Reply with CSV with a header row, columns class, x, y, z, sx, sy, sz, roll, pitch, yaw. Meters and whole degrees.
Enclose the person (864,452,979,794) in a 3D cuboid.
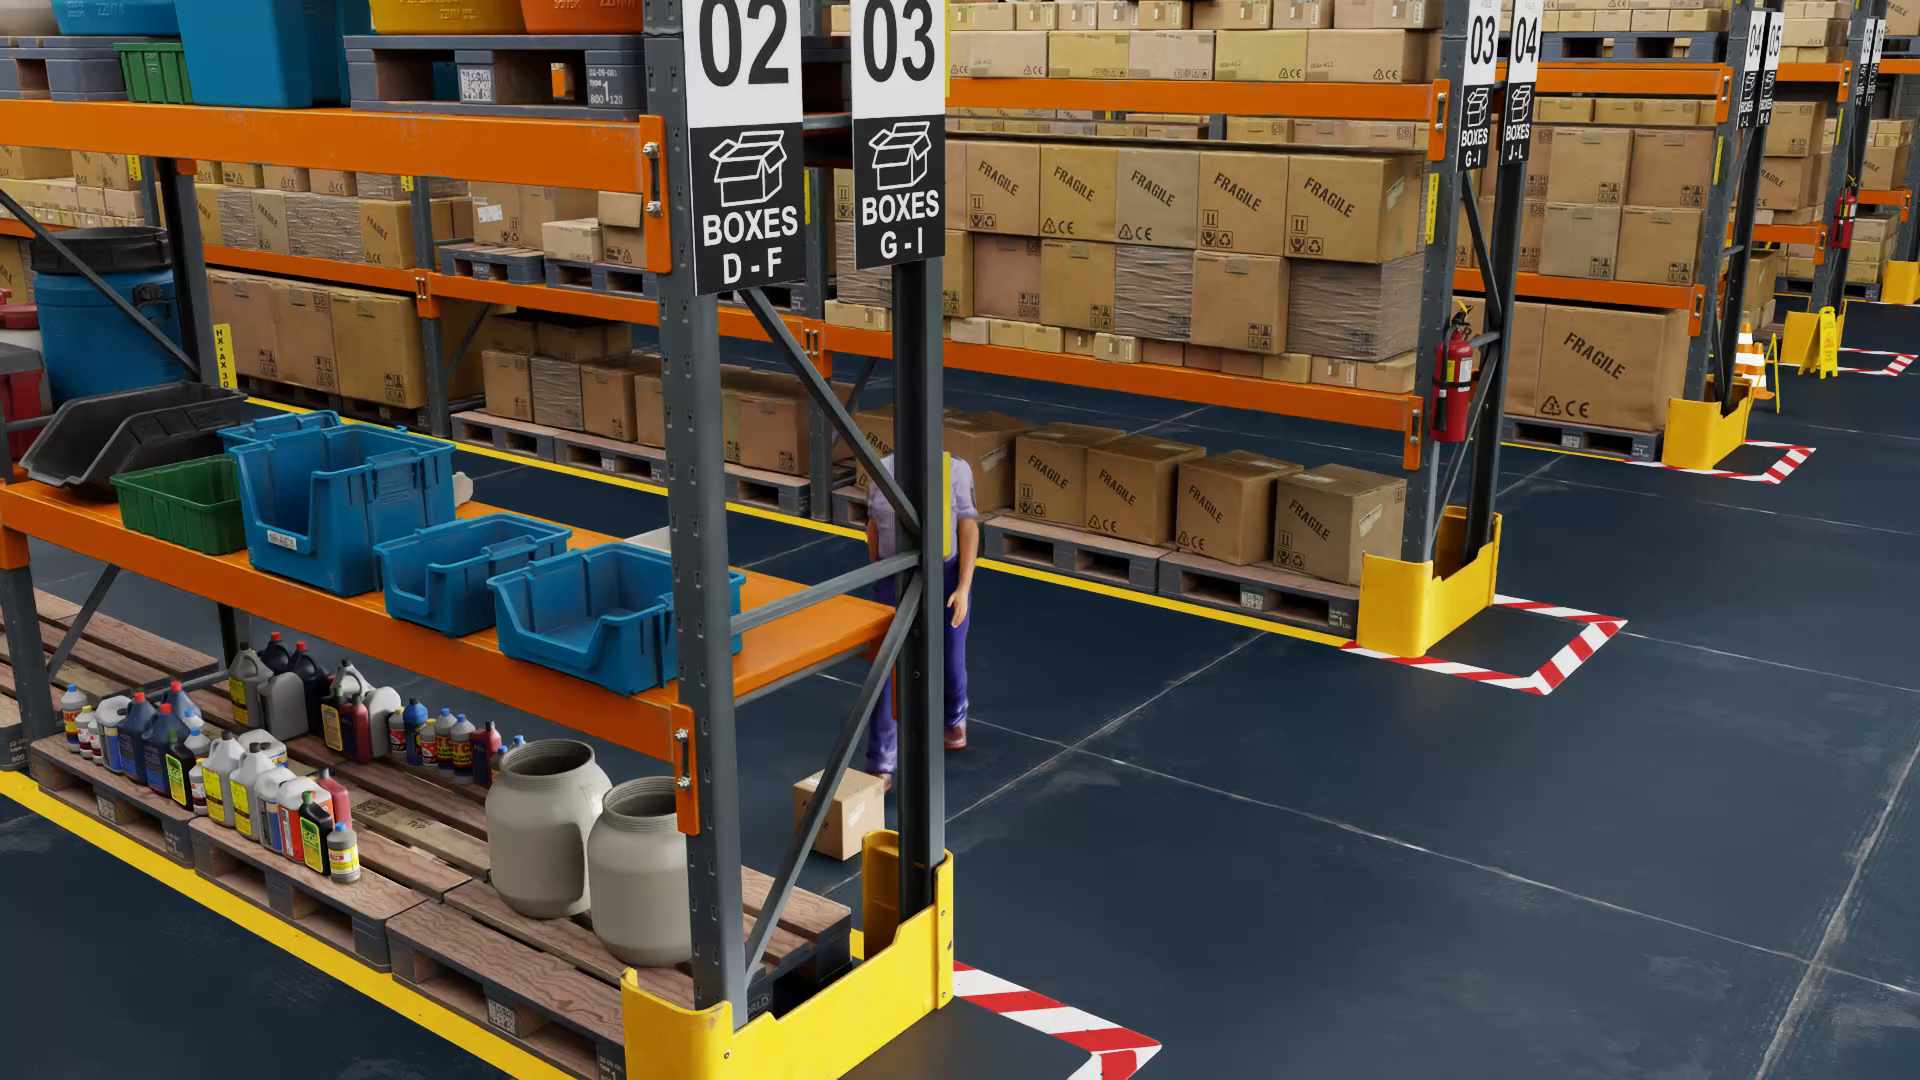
class,x,y,z,sx,sy,sz,roll,pitch,yaw
person,-0.166,0.216,6.839,0.484,1.601,0.889,2,17,5
